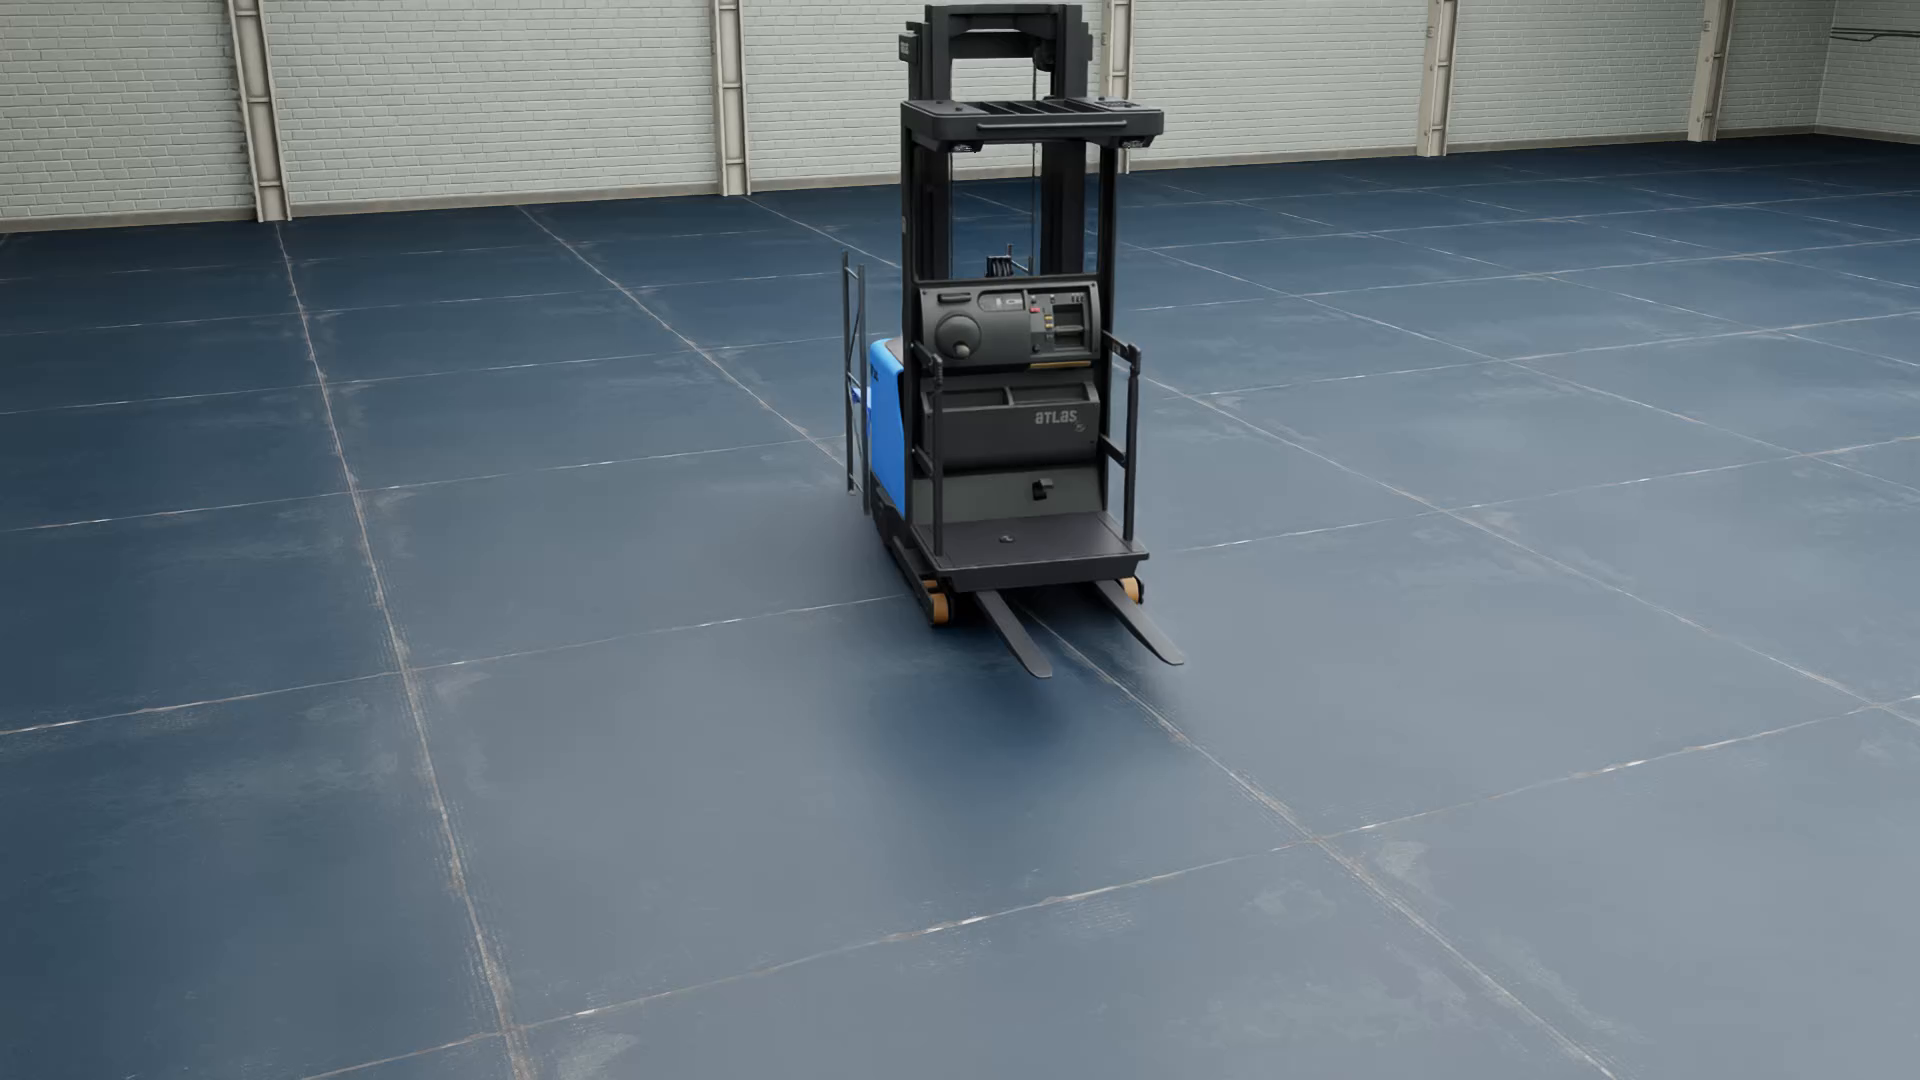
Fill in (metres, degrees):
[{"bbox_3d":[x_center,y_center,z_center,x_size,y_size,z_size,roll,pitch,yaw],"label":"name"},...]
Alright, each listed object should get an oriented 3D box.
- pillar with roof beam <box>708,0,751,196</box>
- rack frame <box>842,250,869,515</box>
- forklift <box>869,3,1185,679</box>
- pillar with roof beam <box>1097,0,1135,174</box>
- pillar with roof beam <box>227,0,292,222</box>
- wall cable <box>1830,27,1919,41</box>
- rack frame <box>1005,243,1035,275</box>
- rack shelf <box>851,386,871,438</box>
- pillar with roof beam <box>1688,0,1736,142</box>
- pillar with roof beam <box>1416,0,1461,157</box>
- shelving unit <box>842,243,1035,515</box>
[{"bbox_3d":[-1.455,-7.776,18.058,0.400,9.000,9.100,-8,21,-22],"label":"pillar with roof beam"},{"bbox_3d":[-0.624,-0.941,9.937,0.032,1.500,0.500,-5,20,-15],"label":"rack frame"},{"bbox_3d":[0.309,-1.093,8.212,1.130,2.935,3.031,-5,20,-13],"label":"forklift"},{"bbox_3d":[4.055,-8.566,20.300,0.400,9.000,9.100,-8,21,-22],"label":"pillar with roof beam"},{"bbox_3d":[-6.964,-6.987,15.816,0.400,9.000,9.100,-8,21,-22],"label":"pillar with roof beam"},{"bbox_3d":[16.597,-9.977,28.983,0.112,2.526,3.097,-8,21,-22],"label":"wall cable"},{"bbox_3d":[0.356,-1.031,10.193,0.032,1.500,0.500,-5,20,-15],"label":"rack frame"},{"bbox_3d":[-0.134,-0.817,10.125,1.000,0.185,0.538,-5,20,-15],"label":"rack shelf"},{"bbox_3d":[15.073,-10.144,24.783,0.400,9.000,9.100,-8,21,-22],"label":"pillar with roof beam"},{"bbox_3d":[9.564,-9.355,22.541,0.400,9.000,9.100,-8,21,-22],"label":"pillar with roof beam"},{"bbox_3d":[-0.134,-0.986,10.065,1.048,1.500,0.538,-5,20,-15],"label":"shelving unit"}]
